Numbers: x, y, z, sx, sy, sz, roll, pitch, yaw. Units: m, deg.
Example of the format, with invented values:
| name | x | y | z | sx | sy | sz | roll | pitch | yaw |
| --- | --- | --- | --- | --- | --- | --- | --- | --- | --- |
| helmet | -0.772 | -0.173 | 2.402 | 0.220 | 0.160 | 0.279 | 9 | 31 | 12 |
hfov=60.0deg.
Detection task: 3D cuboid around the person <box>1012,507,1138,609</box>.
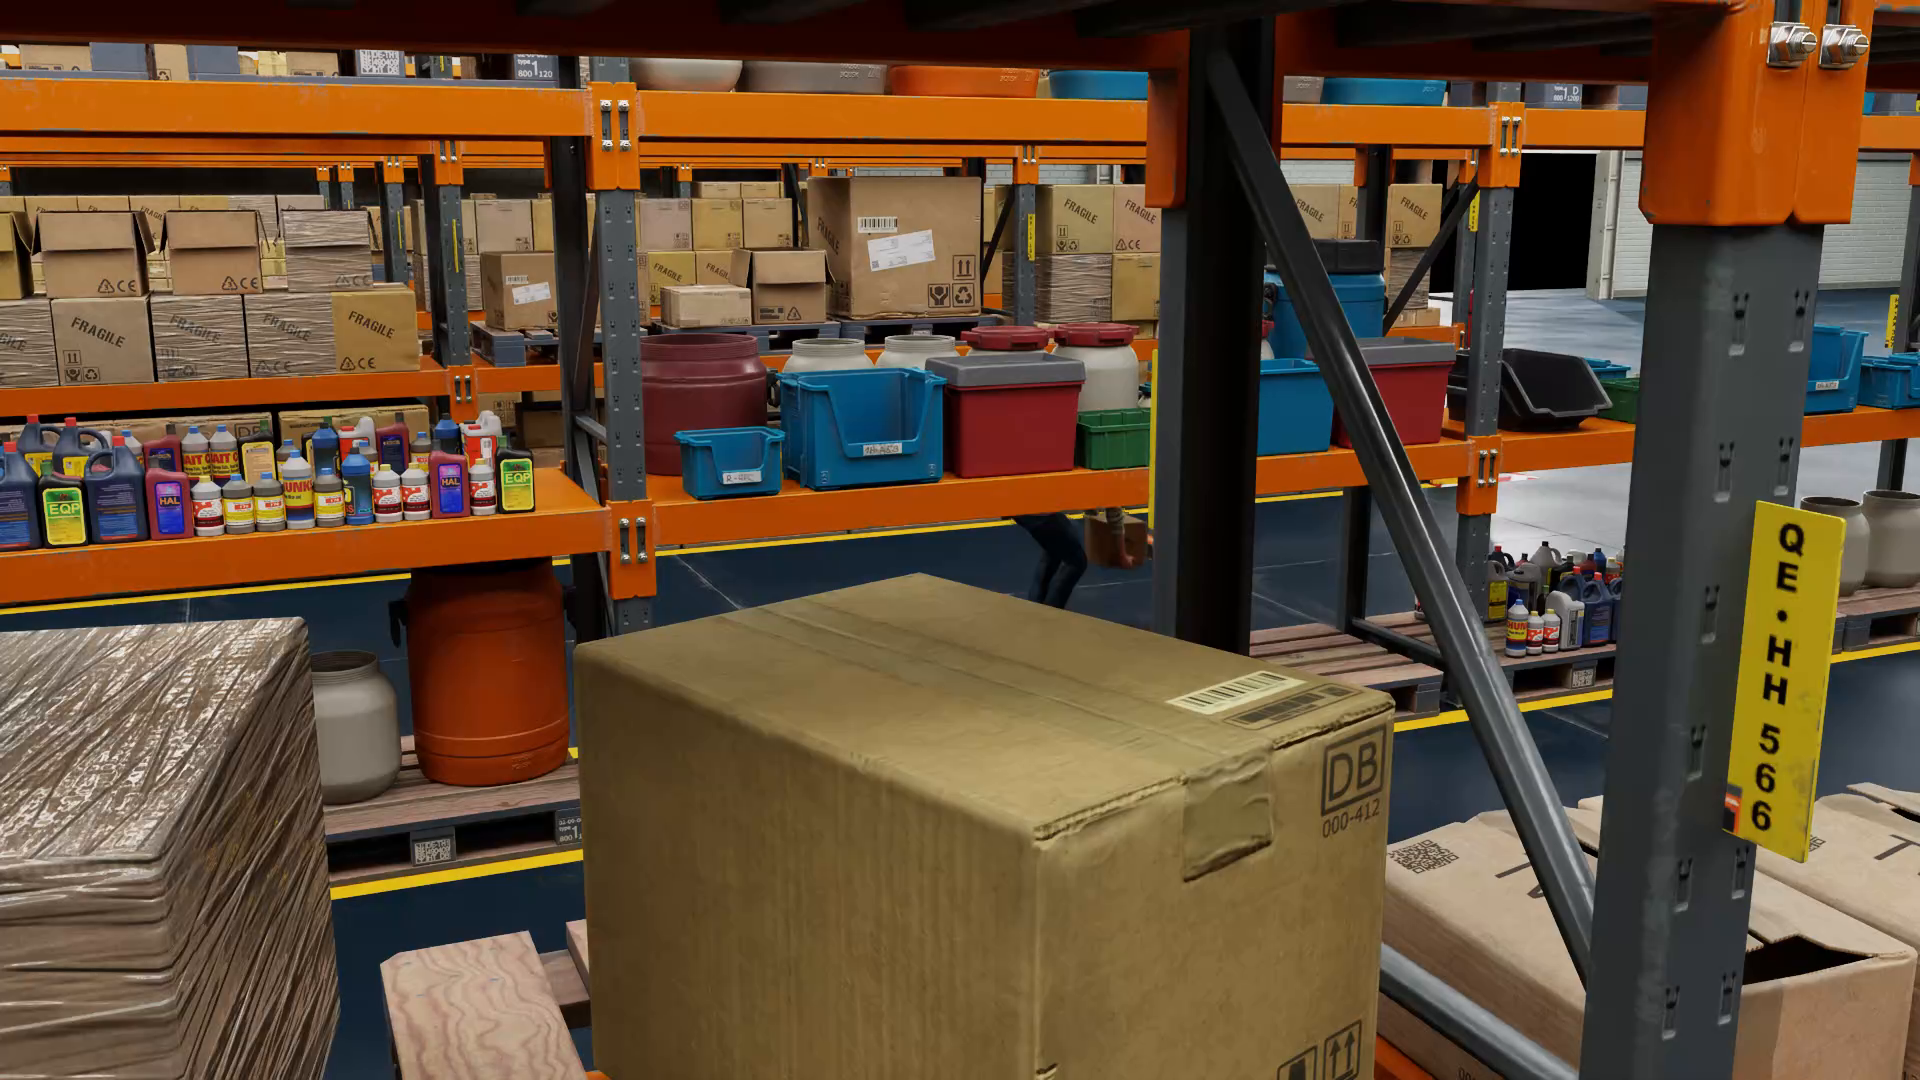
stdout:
| name | x | y | z | sx | sy | sz | roll | pitch | yaw |
| --- | --- | --- | --- | --- | --- | --- | --- | --- | --- |
| person | 0.649 | -0.020 | 9.200 | 0.842 | 1.122 | 0.397 | -6 | 14 | -25 |
